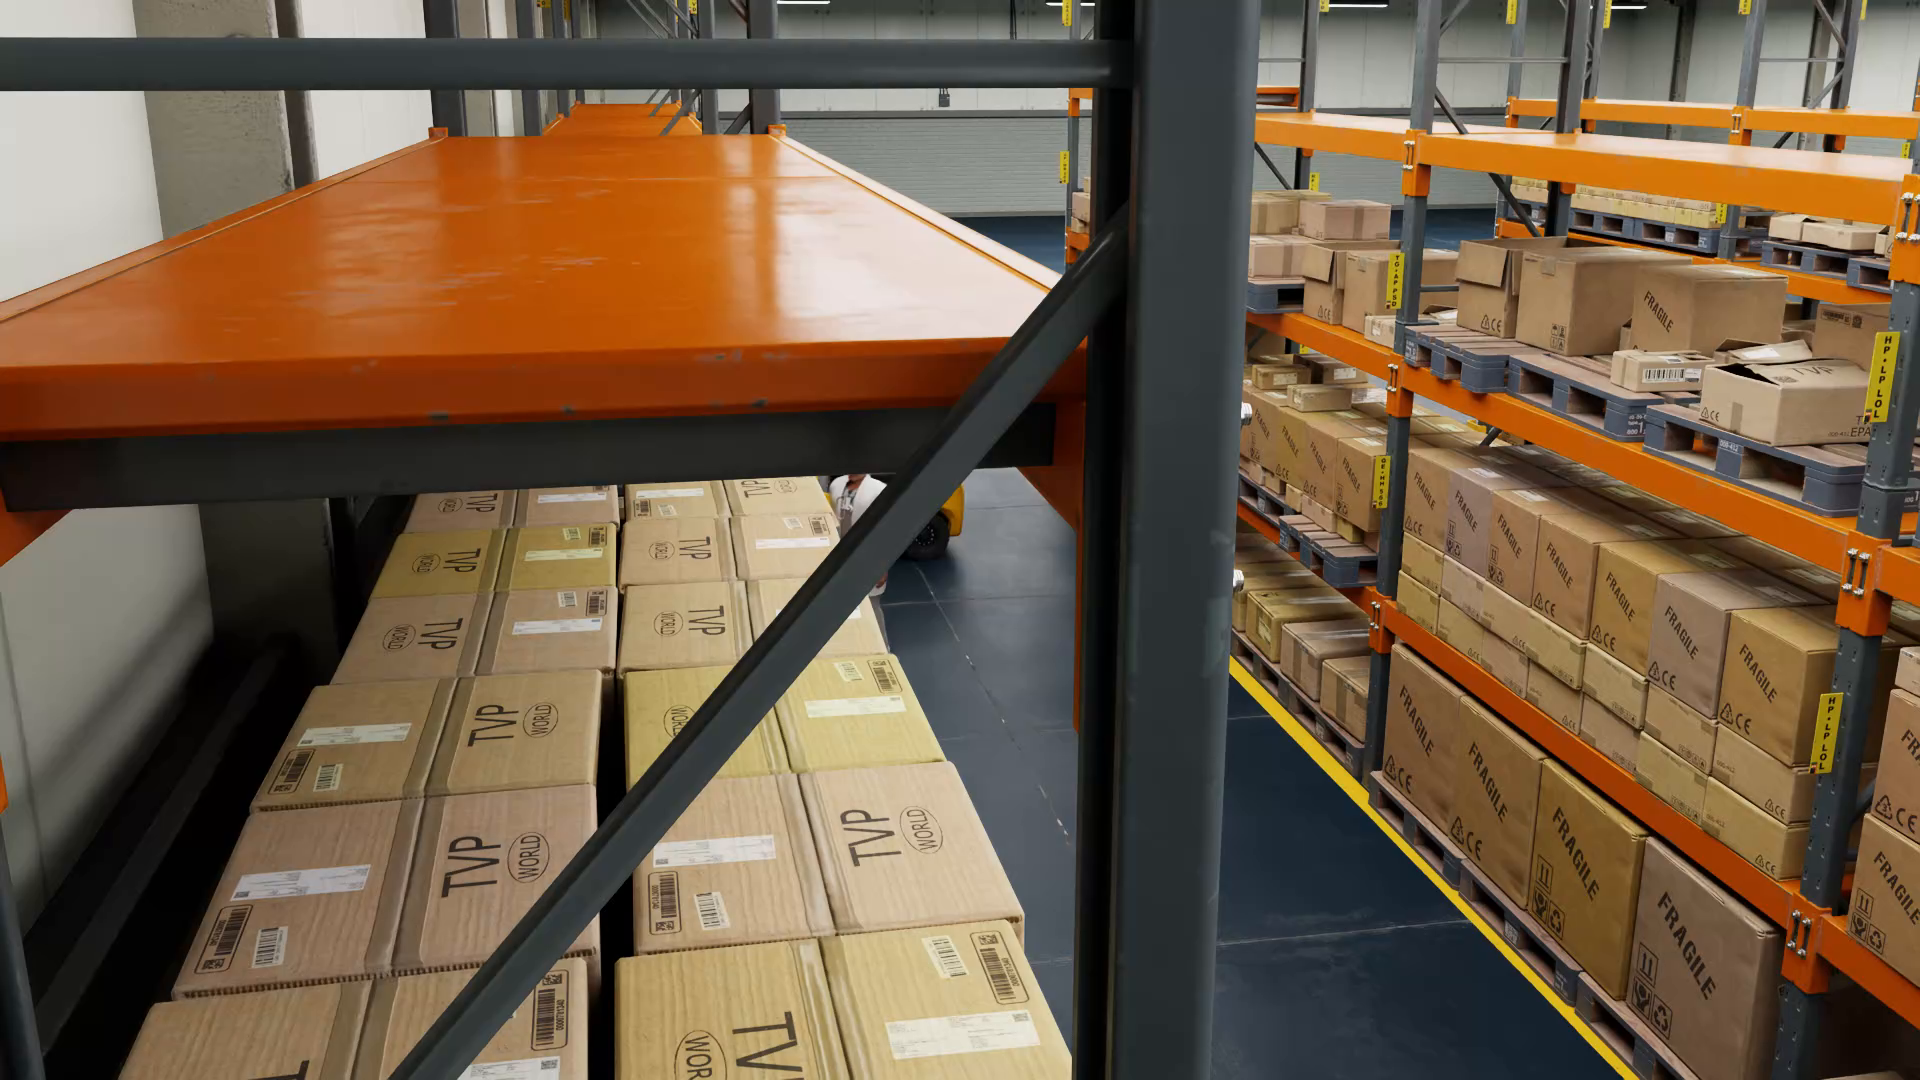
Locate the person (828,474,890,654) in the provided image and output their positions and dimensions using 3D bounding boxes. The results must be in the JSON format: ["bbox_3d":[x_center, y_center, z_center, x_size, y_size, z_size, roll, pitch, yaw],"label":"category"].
[{"bbox_3d":[-0.810,0.176,12.439,0.611,1.773,0.765,8,18,25],"label":"person"}]
